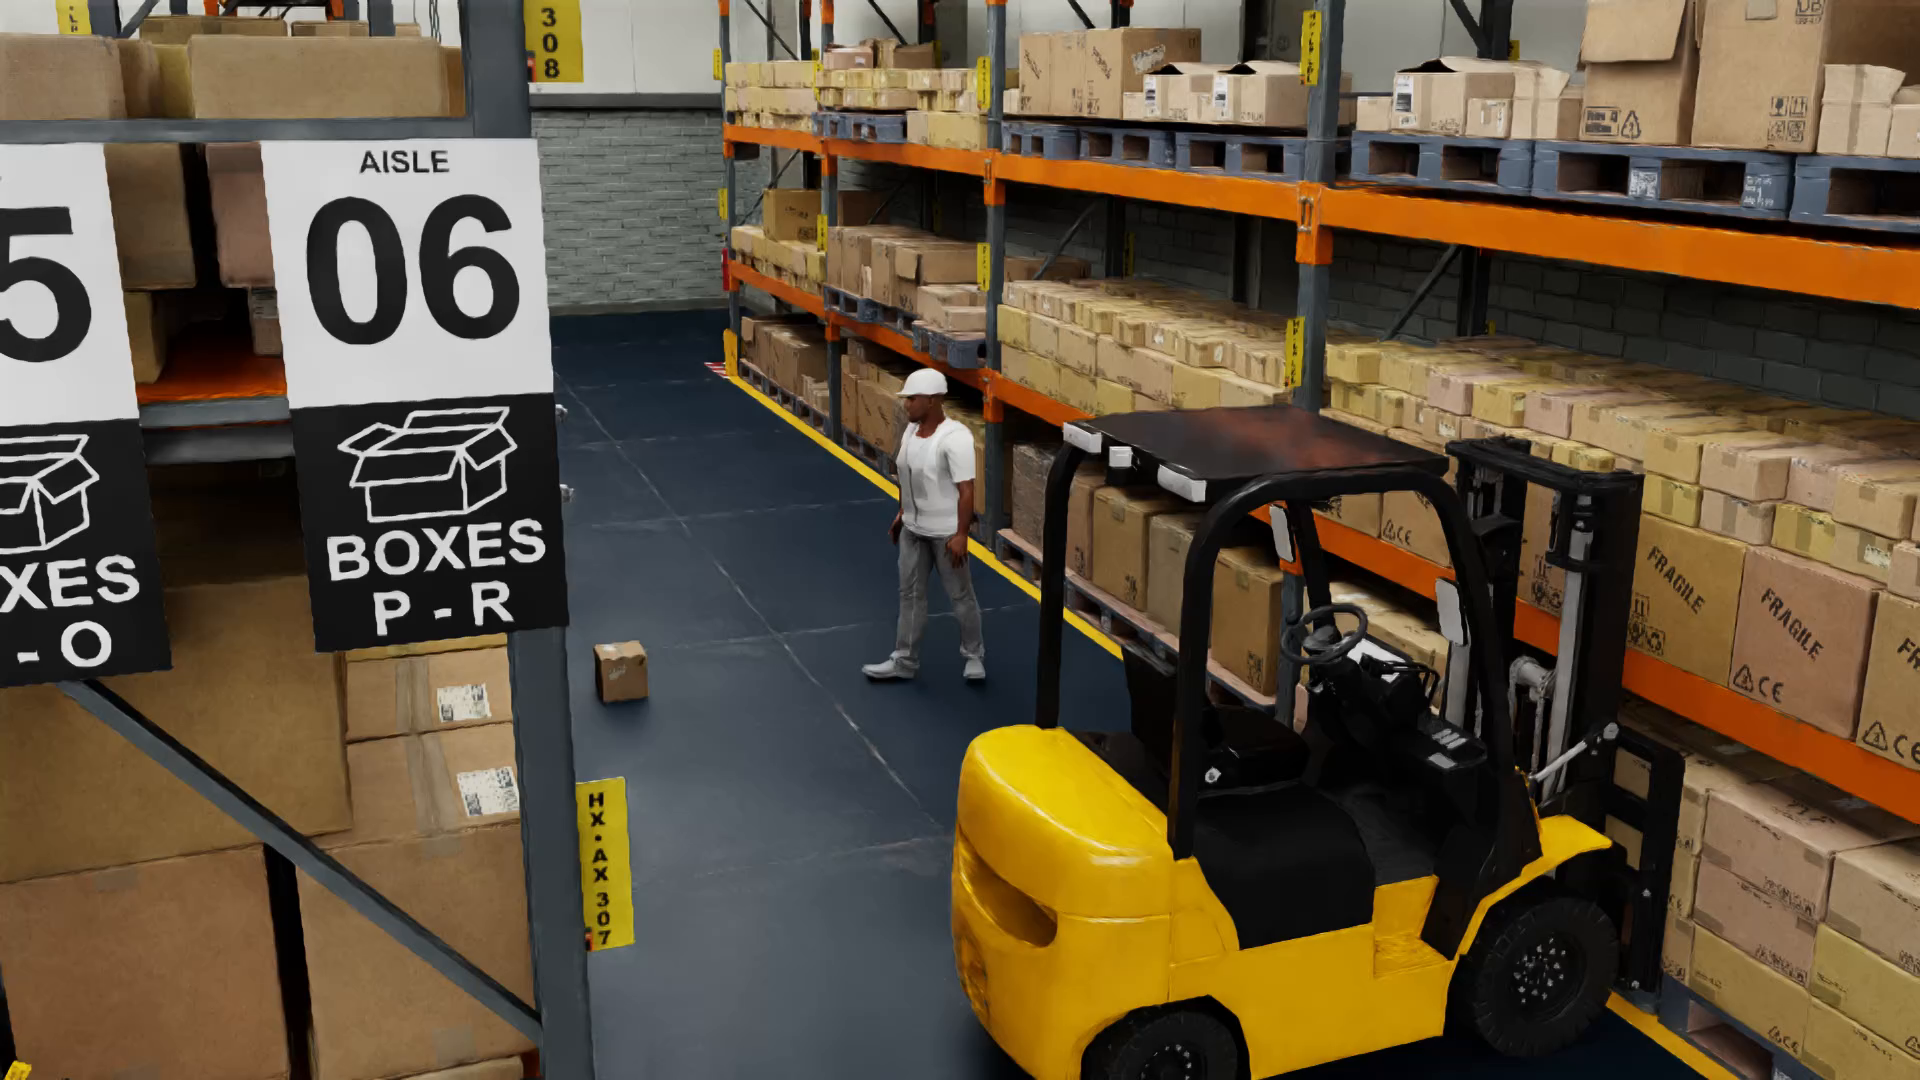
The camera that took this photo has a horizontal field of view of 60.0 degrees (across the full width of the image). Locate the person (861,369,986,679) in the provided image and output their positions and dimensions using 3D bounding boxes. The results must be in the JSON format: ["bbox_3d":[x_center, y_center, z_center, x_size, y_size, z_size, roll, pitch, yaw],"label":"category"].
[{"bbox_3d":[-0.193,-0.071,9.227,0.637,1.767,0.683,-14,20,-40],"label":"person"}]
